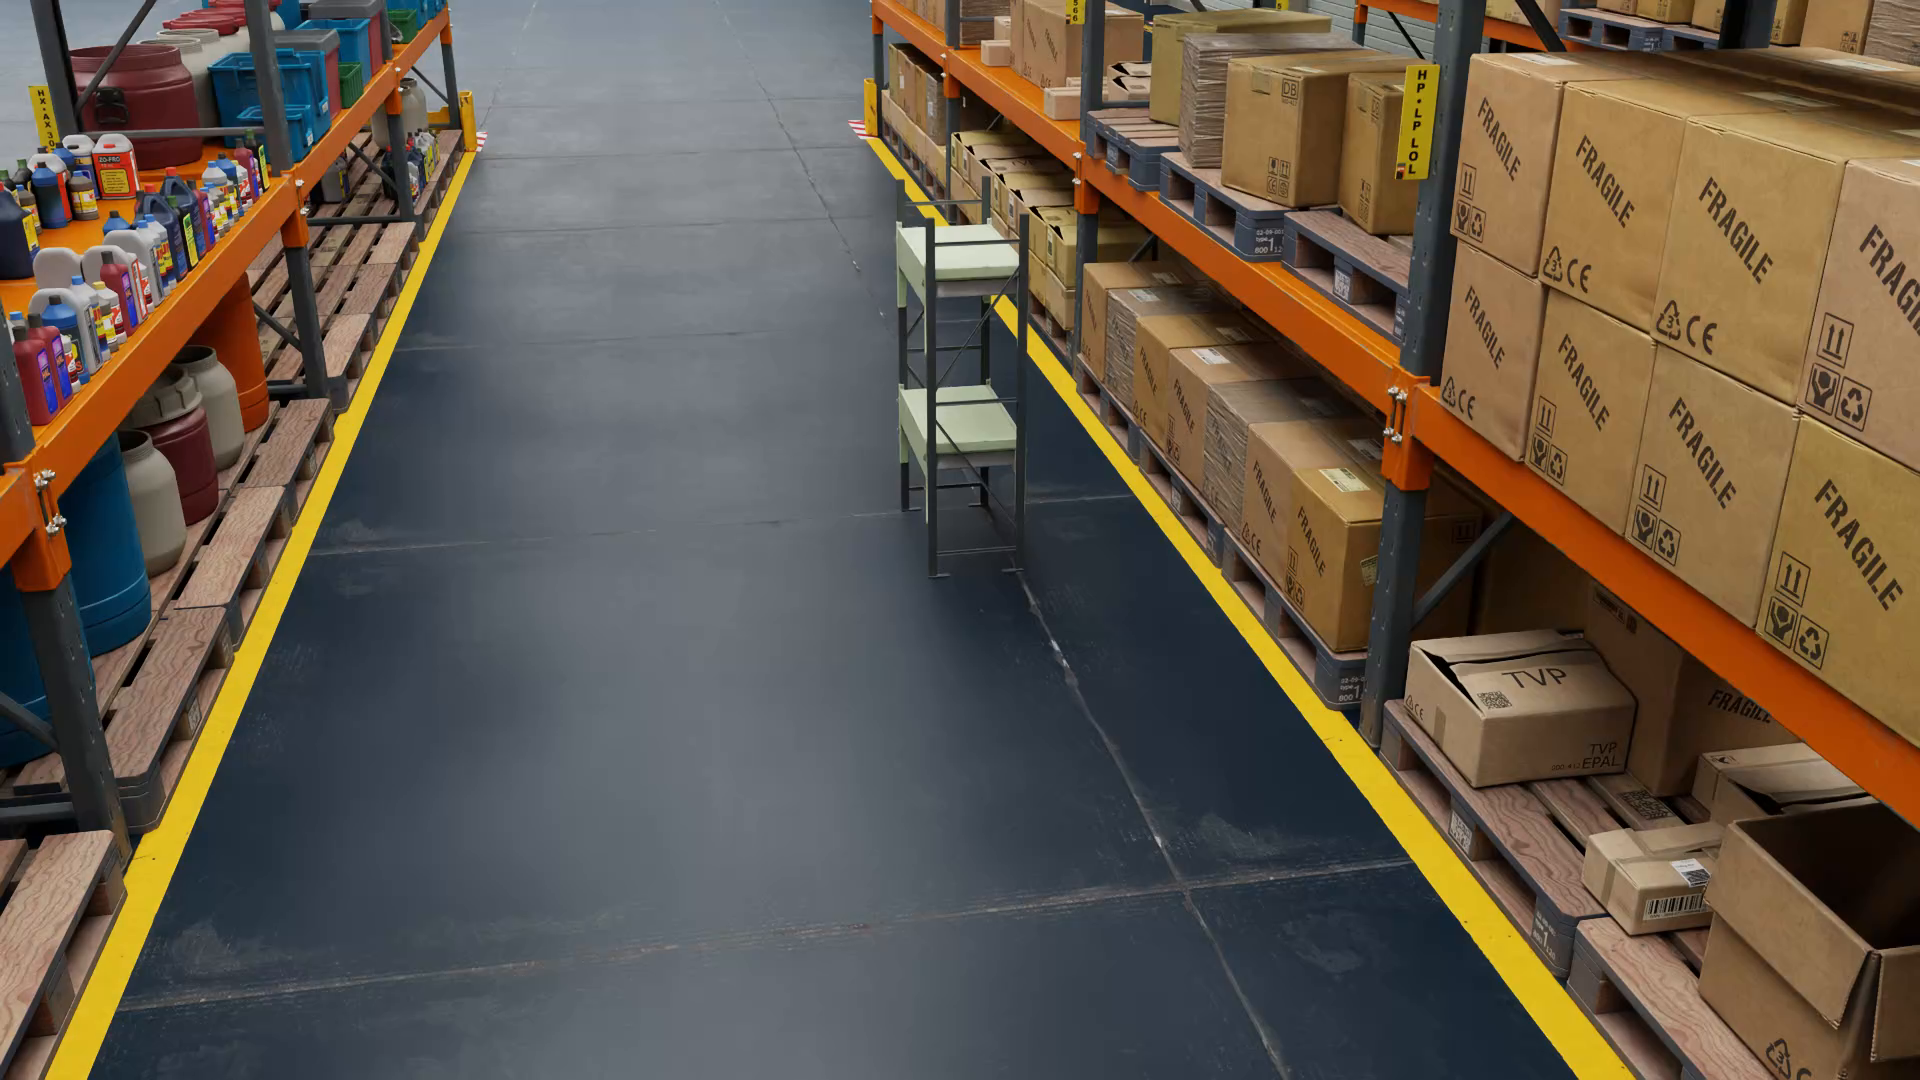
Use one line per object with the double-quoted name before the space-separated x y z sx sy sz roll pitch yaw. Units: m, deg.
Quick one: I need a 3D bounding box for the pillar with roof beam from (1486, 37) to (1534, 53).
"pillar with roof beam" 1.270 -8.030 14.393 9.100 9.000 0.400 -4 24 -10

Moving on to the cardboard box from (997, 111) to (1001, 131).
"cardboard box" 0.515 -3.547 13.598 0.500 0.500 0.500 -4 24 -10

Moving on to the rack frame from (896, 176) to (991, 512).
"rack frame" -0.069 -0.834 7.285 0.400 1.500 0.023 -4 24 -10

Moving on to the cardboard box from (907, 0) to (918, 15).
"cardboard box" -0.085 -4.902 14.602 0.700 0.500 0.500 -4 24 -9

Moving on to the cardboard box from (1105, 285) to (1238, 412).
"cardboard box" 1.039 -0.947 8.243 0.500 0.500 0.500 -5 24 -12

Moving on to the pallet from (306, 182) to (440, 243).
"pallet" -4.559 -2.494 12.696 1.003 0.211 1.213 -4 24 -10

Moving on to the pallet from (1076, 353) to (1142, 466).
"pallet" 1.234 -0.722 8.639 1.003 0.211 1.213 -4 24 -10

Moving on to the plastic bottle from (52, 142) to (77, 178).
"plastic bottle" -3.979 -1.630 7.396 0.097 0.271 0.097 0 24 0

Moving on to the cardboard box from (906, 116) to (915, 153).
"cardboard box" -0.190 -3.558 14.559 0.500 0.250 0.500 -4 24 -10

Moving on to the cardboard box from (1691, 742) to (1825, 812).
"cardboard box" 2.385 0.728 4.847 0.380 0.149 0.250 -4 24 -10

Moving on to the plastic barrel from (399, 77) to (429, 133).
"plastic barrel" -5.018 -3.877 14.963 0.421 0.512 0.421 0 24 0

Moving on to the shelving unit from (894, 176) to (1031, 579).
"shelving unit" -0.001 -0.690 6.956 0.431 1.500 0.755 -4 24 -10

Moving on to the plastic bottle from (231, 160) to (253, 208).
"plastic bottle" -3.196 -1.575 7.357 0.097 0.201 0.097 0 24 0

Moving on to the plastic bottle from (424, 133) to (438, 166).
"plastic bottle" -4.425 -3.240 13.774 0.152 0.276 0.135 -4 24 -9

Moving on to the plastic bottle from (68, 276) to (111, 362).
"plastic bottle" -2.769 -0.701 5.267 0.097 0.271 0.097 0 24 0

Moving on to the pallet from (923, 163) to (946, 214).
"pallet" 0.287 -2.908 13.644 1.003 0.211 1.213 -4 24 -10

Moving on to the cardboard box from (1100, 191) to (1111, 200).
"cardboard box" 1.127 -2.120 10.567 0.500 0.311 0.500 -5 24 -11

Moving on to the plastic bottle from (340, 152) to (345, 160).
"plastic bottle" -4.894 -2.968 13.142 0.061 0.283 0.133 -4 24 -10

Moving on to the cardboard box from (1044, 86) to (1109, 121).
"cardboard box" 0.695 -2.514 9.573 0.380 0.149 0.250 -4 24 -10

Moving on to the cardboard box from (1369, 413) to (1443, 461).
"cardboard box" 1.913 -0.196 6.525 0.500 0.500 0.500 -4 24 -9

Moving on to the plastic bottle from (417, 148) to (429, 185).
"plastic bottle" -4.241 -2.952 13.105 0.061 0.283 0.133 -3 24 -7

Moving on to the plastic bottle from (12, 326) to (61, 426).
"plastic bottle" -2.645 -0.480 4.747 0.061 0.283 0.133 -4 24 -10

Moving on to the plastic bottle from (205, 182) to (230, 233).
"plastic bottle" -3.105 -1.384 6.918 0.097 0.201 0.097 0 24 0

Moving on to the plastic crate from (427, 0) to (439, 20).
"plastic crate" -4.714 -4.579 14.173 0.499 0.251 0.408 -4 24 -10

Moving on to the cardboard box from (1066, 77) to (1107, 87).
"cardboard box" 0.842 -2.679 9.949 0.380 0.149 0.250 -3 24 -6

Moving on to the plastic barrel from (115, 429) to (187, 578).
"plastic barrel" -3.227 -0.133 6.389 0.421 0.512 0.421 0 24 0

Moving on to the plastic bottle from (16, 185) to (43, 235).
"plastic bottle" -3.869 -1.364 6.873 0.097 0.201 0.097 0 24 0

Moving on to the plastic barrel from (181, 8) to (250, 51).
"plastic barrel" -4.378 -2.886 9.939 0.433 0.535 0.433 0 24 0

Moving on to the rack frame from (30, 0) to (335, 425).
"rack frame" -3.736 -1.931 7.924 1.000 3.000 0.127 -4 24 -10

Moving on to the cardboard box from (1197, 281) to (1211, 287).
"cardboard box" 1.325 -1.456 9.748 0.500 0.250 0.500 -4 24 -10

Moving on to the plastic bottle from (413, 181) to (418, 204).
"plastic bottle" -4.122 -2.621 12.451 0.097 0.201 0.097 0 24 0

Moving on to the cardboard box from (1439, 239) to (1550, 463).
"cardboard box" 1.699 -0.548 4.632 0.500 0.500 0.500 -4 24 -8

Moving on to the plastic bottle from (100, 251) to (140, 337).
"plastic bottle" -2.809 -0.829 5.547 0.061 0.283 0.133 -4 24 -10

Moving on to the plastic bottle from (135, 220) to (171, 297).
"plastic bottle" -2.916 -1.012 5.980 0.097 0.271 0.097 0 24 0

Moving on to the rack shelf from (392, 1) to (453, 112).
"rack shelf" -4.845 -3.961 13.471 1.077 0.370 4.000 -4 24 -10

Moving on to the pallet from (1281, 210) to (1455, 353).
"pallet" 1.832 -0.957 5.934 1.003 0.211 1.213 -4 24 -10

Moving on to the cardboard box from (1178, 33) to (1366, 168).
"cardboard box" 1.342 -1.921 7.252 0.700 0.500 0.500 0 24 0

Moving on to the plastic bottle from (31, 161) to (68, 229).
"plastic bottle" -3.833 -1.453 6.990 0.097 0.271 0.097 0 24 0

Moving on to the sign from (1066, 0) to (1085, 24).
"sign" 0.588 -2.784 8.431 0.100 0.325 0.005 -4 24 -10

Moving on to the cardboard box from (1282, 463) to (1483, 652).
"cardboard box" 1.500 0.048 5.965 0.500 0.500 0.500 -4 24 -10

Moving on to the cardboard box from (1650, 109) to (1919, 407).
"cardboard box" 1.874 -0.616 3.538 0.500 0.500 0.500 -5 24 -11

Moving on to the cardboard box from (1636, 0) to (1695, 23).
"cardboard box" 5.418 -4.062 12.128 0.700 0.500 0.500 -2 24 -4

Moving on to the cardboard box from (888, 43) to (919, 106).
"cardboard box" -0.371 -4.295 15.310 0.500 0.500 0.500 -4 24 -10

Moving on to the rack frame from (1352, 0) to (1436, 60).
"rack frame" 4.521 -5.811 16.807 1.000 3.000 0.127 -4 24 -10

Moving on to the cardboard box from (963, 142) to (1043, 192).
"cardboard box" 0.312 -2.681 11.850 0.500 0.311 0.500 -5 24 -10

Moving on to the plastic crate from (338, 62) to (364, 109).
"plastic crate" -3.876 -2.743 10.048 0.450 0.188 0.662 -4 24 -10

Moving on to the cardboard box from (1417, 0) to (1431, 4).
"cardboard box" 4.498 -5.132 15.415 0.500 0.250 0.500 -5 24 -11

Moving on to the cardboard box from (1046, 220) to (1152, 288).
"cardboard box" 0.794 -1.673 9.544 0.500 0.311 0.500 -4 24 -8

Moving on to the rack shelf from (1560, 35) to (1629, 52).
"rack shelf" 5.631 -3.121 11.548 1.077 0.370 4.000 -4 24 -10

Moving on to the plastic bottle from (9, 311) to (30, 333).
"plastic bottle" -2.894 -0.604 5.134 0.097 0.201 0.097 0 24 0

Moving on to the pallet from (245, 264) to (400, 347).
"pallet" -4.063 -1.440 10.283 1.003 0.211 1.213 -4 24 -10

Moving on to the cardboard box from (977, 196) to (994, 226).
"cardboard box" 0.416 -2.220 11.497 0.500 0.250 0.500 -5 24 -11
